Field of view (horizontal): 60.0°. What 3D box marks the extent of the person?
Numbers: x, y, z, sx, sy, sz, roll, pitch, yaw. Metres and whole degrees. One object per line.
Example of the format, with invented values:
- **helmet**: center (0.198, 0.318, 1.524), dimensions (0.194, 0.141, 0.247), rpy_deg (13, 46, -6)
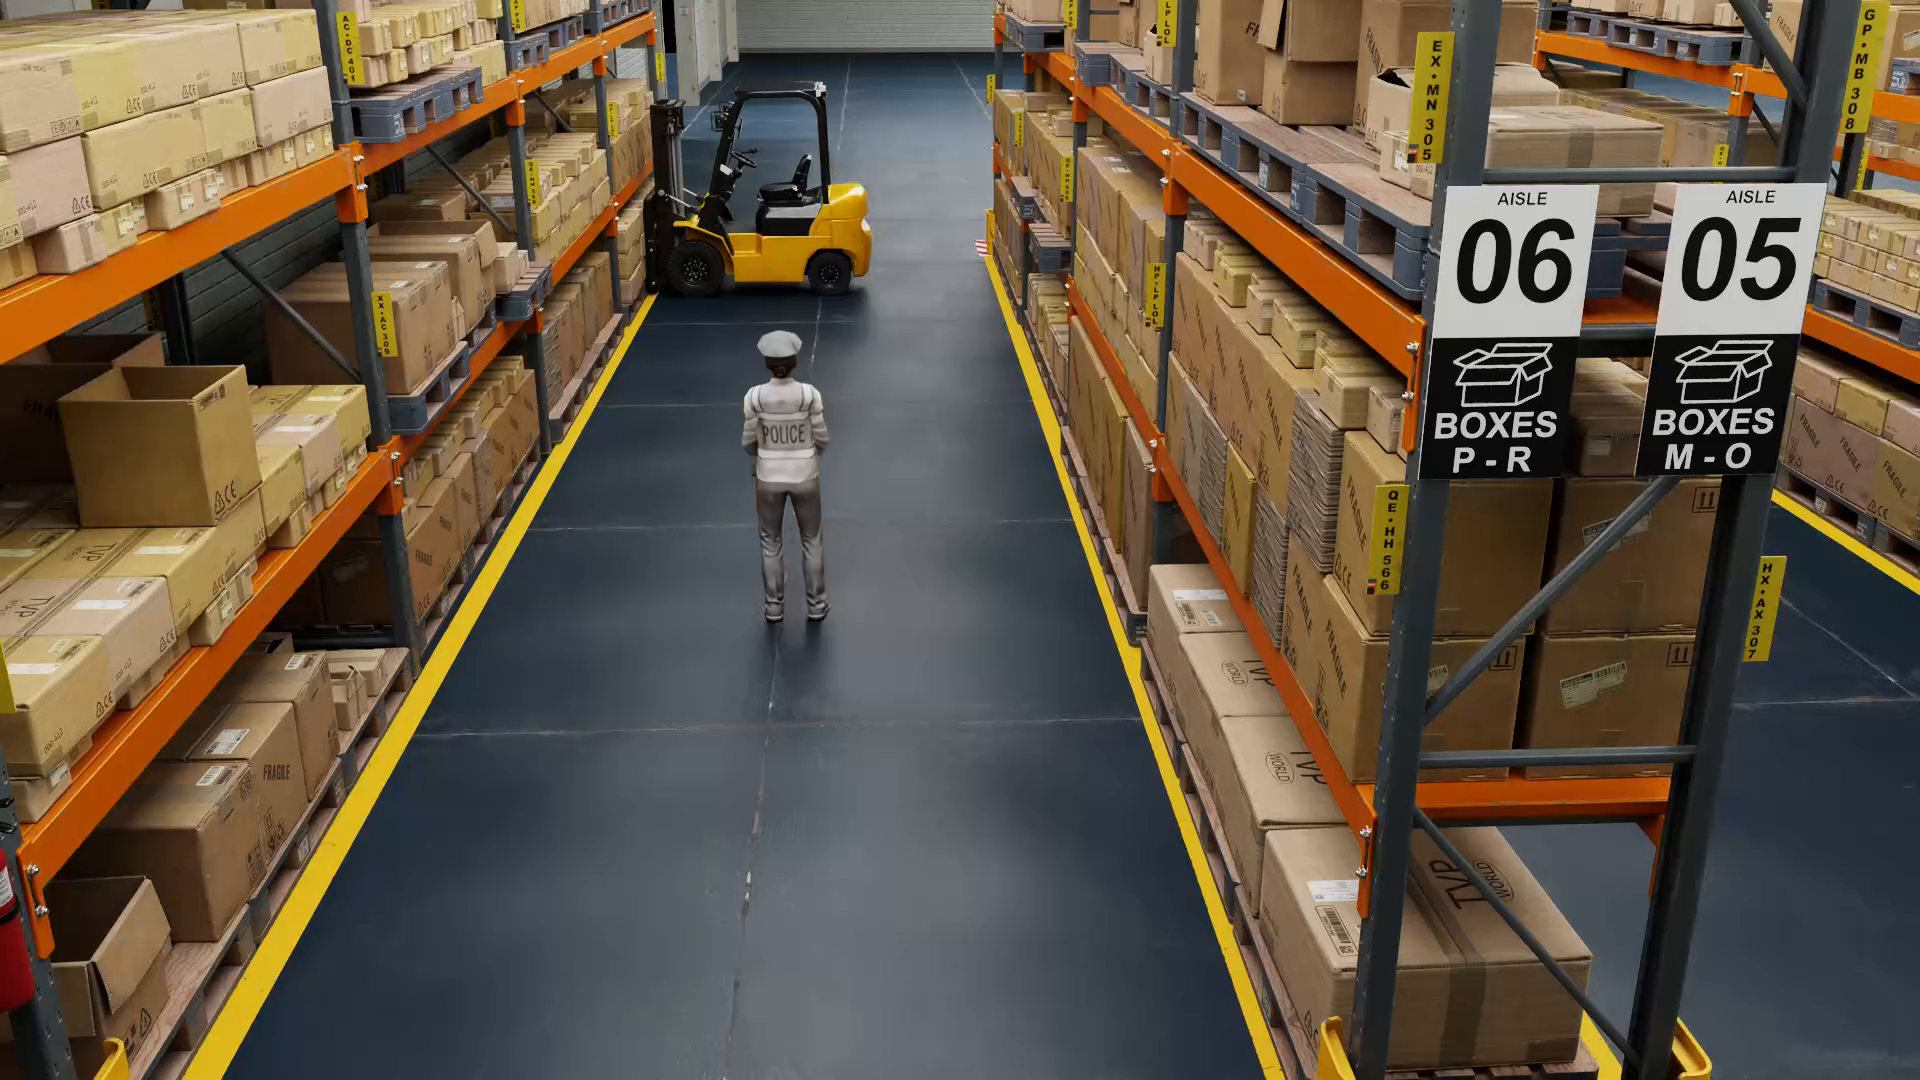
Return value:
- **person**: center (-0.998, -0.344, 9.490), dimensions (0.535, 1.663, 0.379), rpy_deg (-1, 21, -4)
